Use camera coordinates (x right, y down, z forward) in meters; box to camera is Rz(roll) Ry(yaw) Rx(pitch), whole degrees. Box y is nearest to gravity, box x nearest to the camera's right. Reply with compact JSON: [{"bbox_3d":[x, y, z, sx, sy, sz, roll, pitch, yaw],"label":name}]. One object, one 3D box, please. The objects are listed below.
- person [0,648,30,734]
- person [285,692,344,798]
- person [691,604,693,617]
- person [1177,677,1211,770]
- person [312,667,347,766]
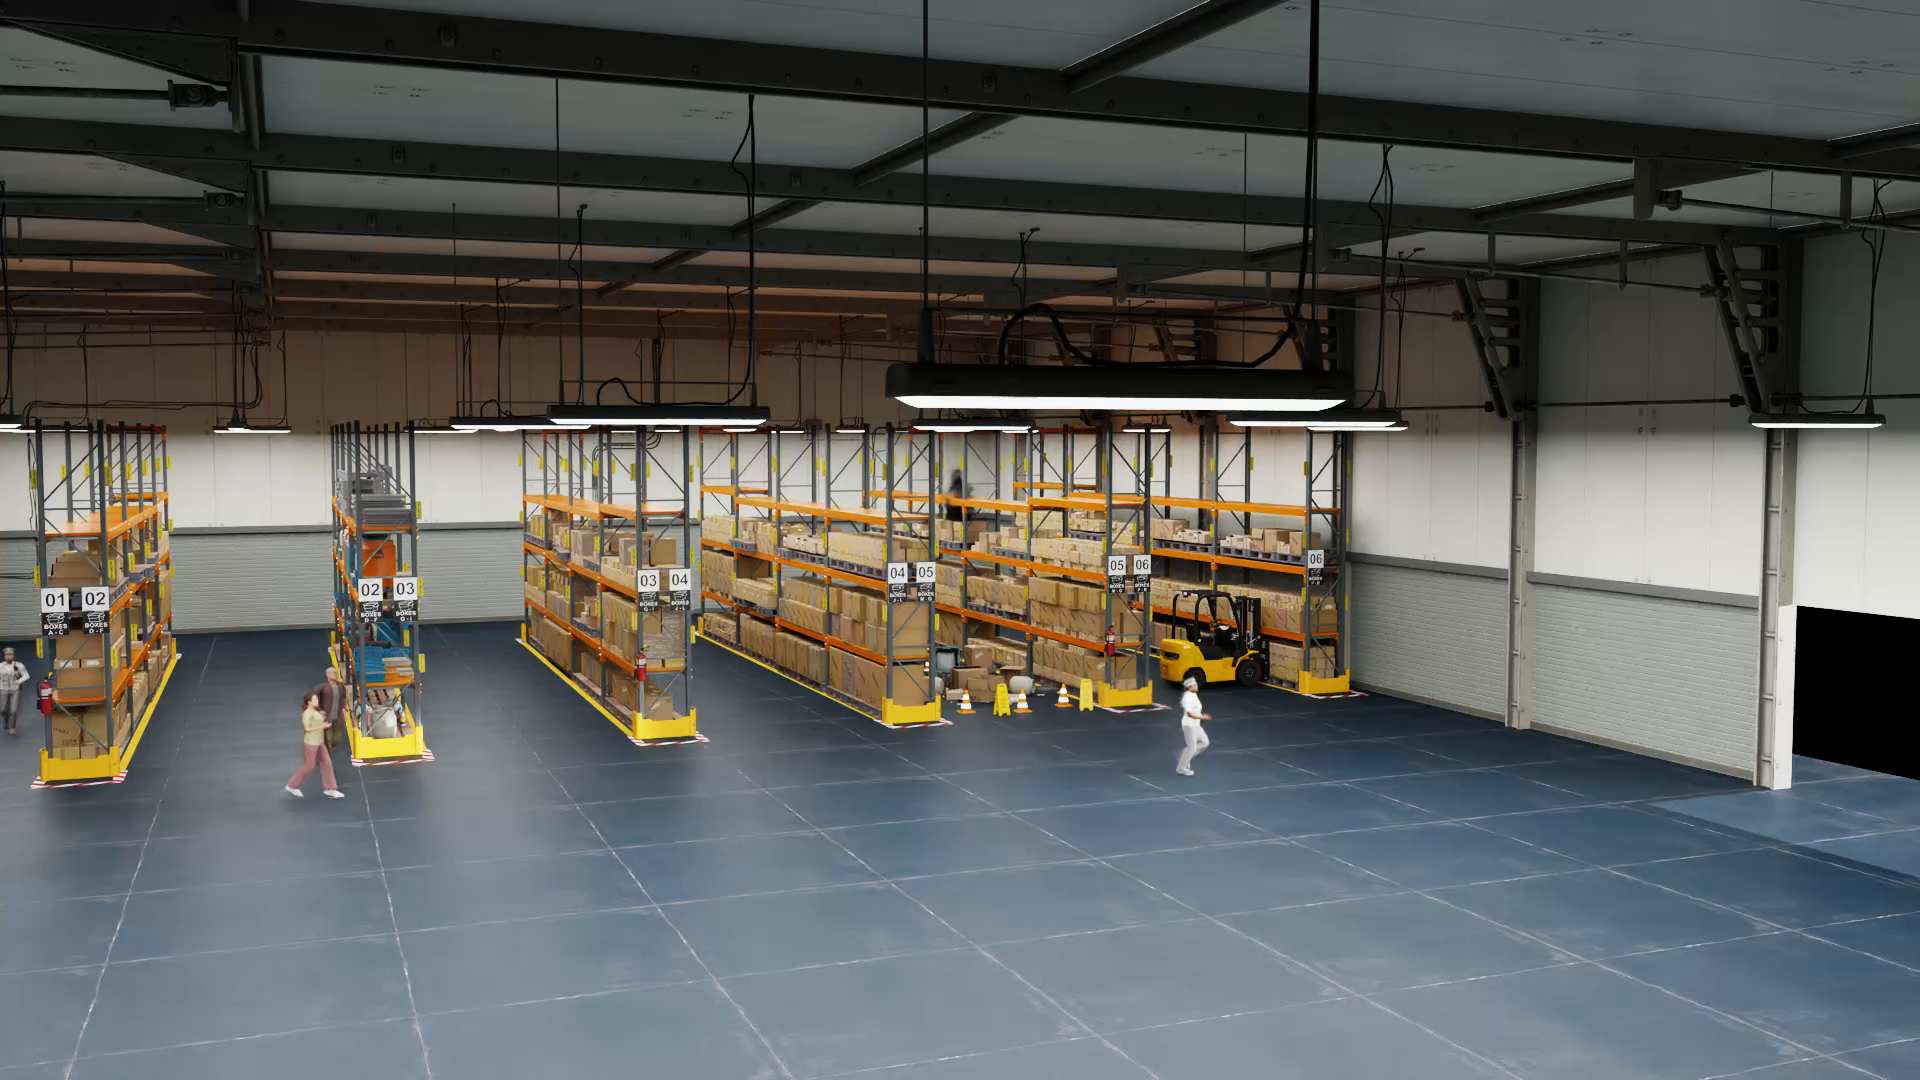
[{"bbox_3d":[-18.226,2.893,31.899,0.662,1.669,0.510,-1,4,-23],"label":"person"},{"bbox_3d":[-10.158,3.227,26.119,0.884,1.685,0.569,0,4,-2],"label":"person"},{"bbox_3d":[-7.423,2.146,44.595,0.551,1.594,0.885,-1,4,-19],"label":"person"},{"bbox_3d":[3.962,3.094,28.091,0.577,1.589,0.558,1,4,17],"label":"person"},{"bbox_3d":[-10.950,3.076,28.841,0.638,1.734,0.746,3,5,38],"label":"person"}]
